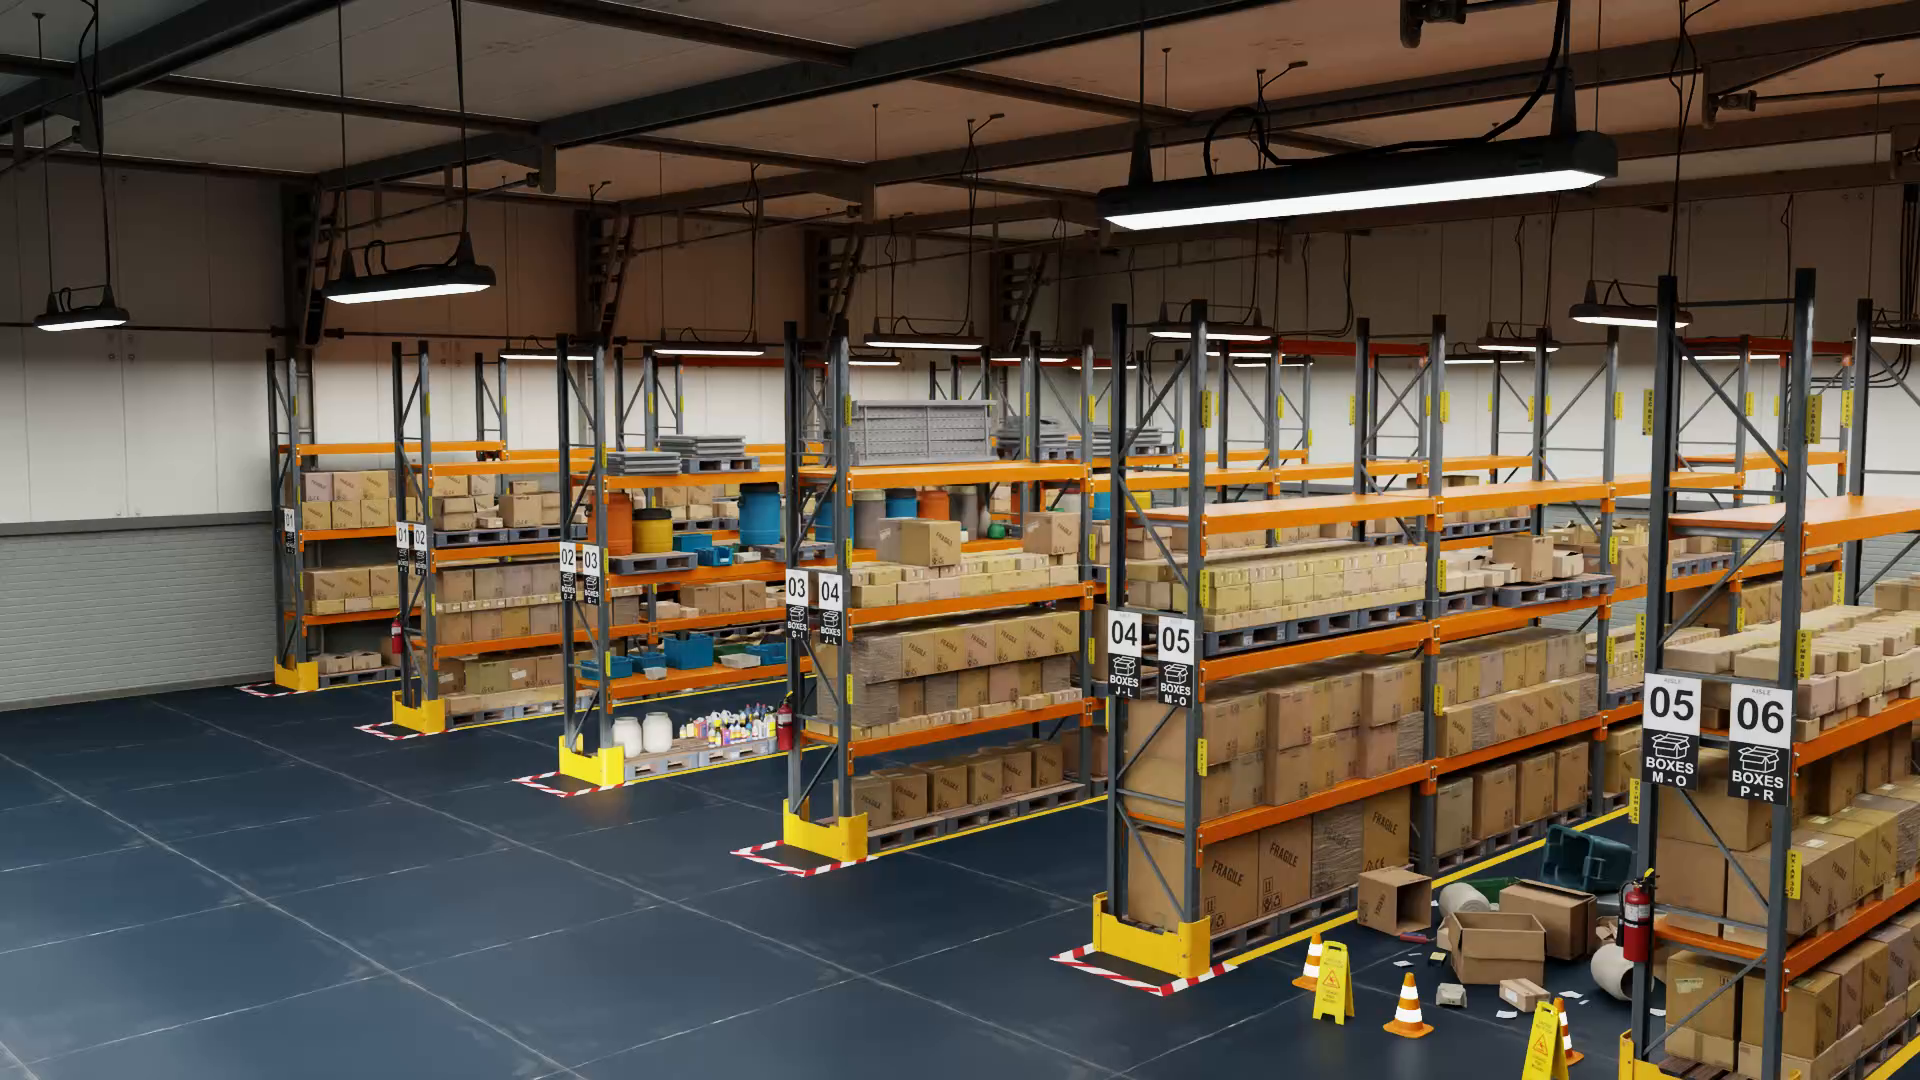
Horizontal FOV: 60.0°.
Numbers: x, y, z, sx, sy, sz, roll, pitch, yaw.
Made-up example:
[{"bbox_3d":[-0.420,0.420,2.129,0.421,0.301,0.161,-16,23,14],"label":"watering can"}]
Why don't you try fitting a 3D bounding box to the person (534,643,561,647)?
[{"bbox_3d":[-7.357,1.748,29.417,0.599,1.789,0.494,-2,5,-22],"label":"person"}]
